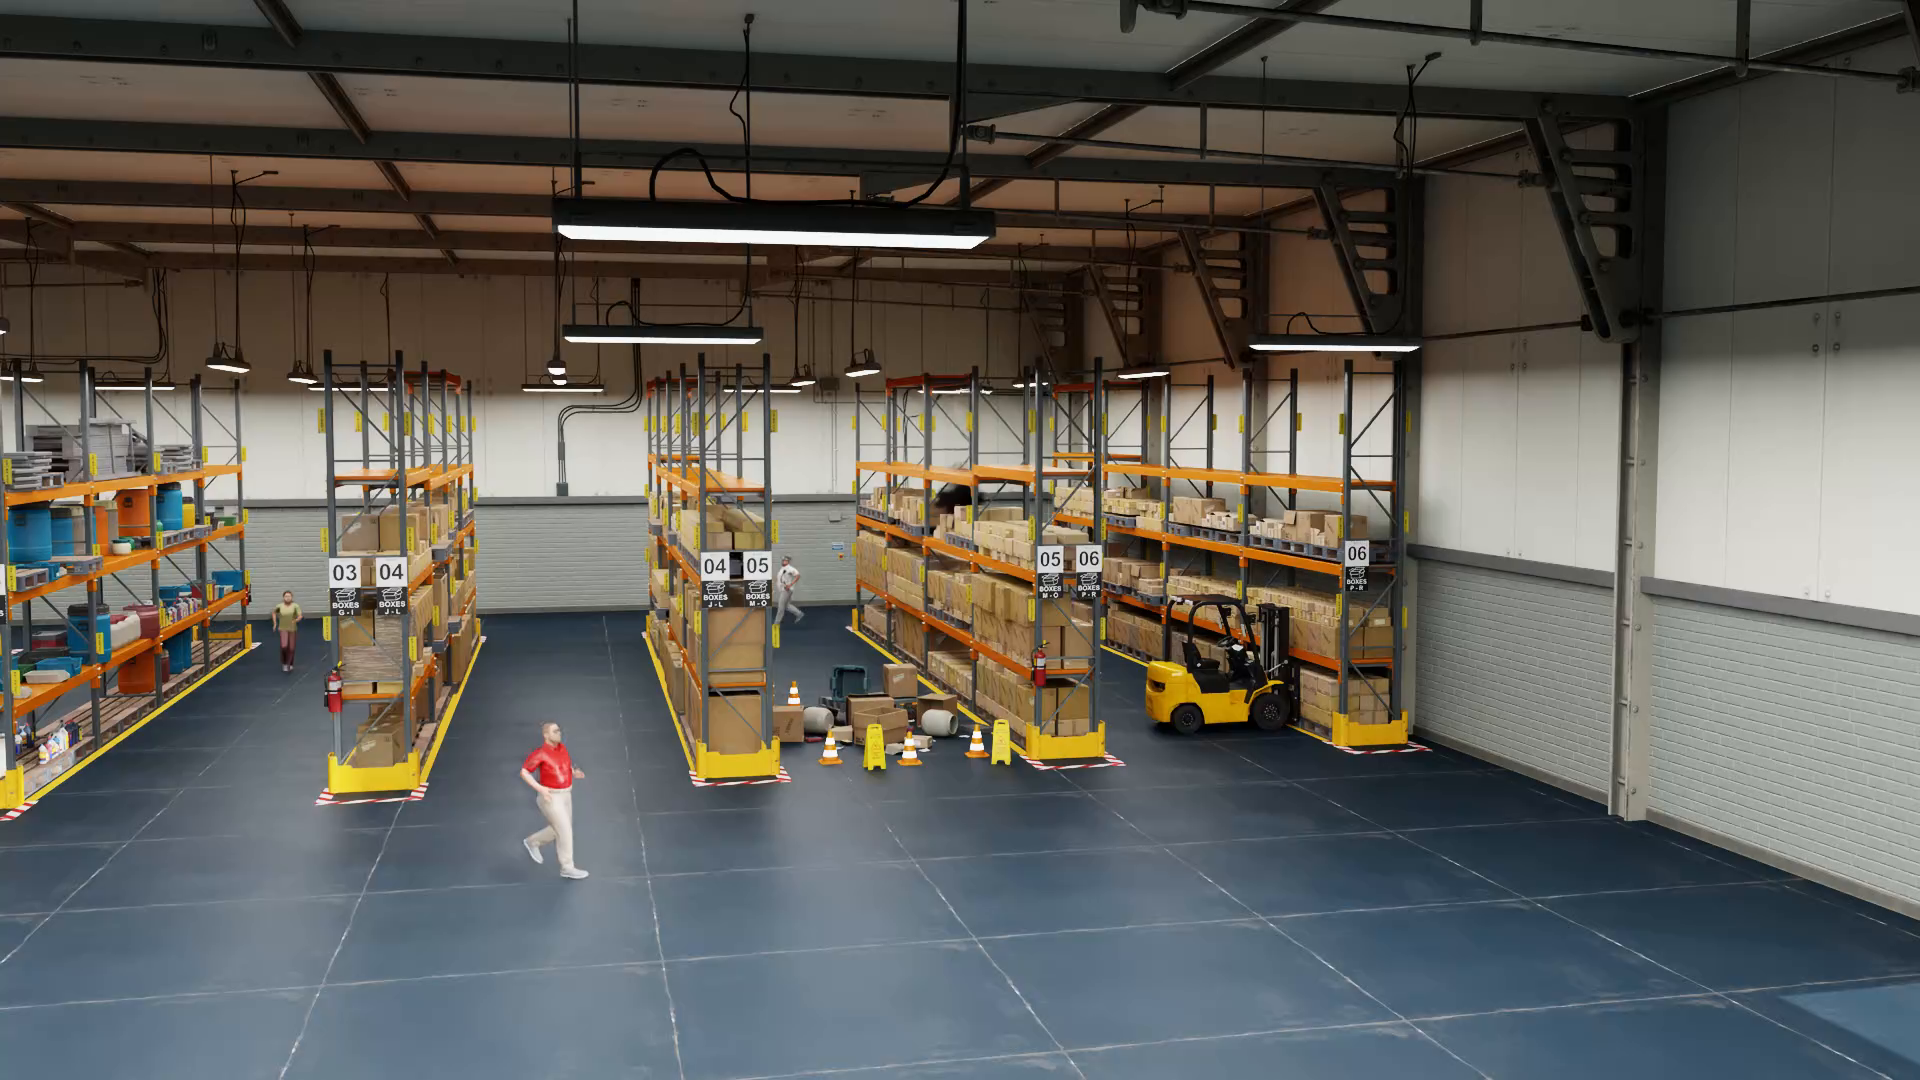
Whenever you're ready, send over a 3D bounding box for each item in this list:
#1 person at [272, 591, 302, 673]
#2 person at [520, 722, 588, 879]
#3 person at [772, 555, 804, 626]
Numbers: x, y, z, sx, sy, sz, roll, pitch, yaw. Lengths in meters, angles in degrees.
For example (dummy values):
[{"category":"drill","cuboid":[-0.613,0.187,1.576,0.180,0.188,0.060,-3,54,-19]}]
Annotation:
[{"category":"person","cuboid":[-13.530,1.840,33.479,0.546,1.651,0.736,-2,4,-26]},{"category":"person","cuboid":[-4.516,2.866,18.434,0.901,1.695,0.676,1,4,20]},{"category":"person","cuboid":[-4.292,1.249,41.047,0.973,1.778,0.662,-2,4,-24]}]
